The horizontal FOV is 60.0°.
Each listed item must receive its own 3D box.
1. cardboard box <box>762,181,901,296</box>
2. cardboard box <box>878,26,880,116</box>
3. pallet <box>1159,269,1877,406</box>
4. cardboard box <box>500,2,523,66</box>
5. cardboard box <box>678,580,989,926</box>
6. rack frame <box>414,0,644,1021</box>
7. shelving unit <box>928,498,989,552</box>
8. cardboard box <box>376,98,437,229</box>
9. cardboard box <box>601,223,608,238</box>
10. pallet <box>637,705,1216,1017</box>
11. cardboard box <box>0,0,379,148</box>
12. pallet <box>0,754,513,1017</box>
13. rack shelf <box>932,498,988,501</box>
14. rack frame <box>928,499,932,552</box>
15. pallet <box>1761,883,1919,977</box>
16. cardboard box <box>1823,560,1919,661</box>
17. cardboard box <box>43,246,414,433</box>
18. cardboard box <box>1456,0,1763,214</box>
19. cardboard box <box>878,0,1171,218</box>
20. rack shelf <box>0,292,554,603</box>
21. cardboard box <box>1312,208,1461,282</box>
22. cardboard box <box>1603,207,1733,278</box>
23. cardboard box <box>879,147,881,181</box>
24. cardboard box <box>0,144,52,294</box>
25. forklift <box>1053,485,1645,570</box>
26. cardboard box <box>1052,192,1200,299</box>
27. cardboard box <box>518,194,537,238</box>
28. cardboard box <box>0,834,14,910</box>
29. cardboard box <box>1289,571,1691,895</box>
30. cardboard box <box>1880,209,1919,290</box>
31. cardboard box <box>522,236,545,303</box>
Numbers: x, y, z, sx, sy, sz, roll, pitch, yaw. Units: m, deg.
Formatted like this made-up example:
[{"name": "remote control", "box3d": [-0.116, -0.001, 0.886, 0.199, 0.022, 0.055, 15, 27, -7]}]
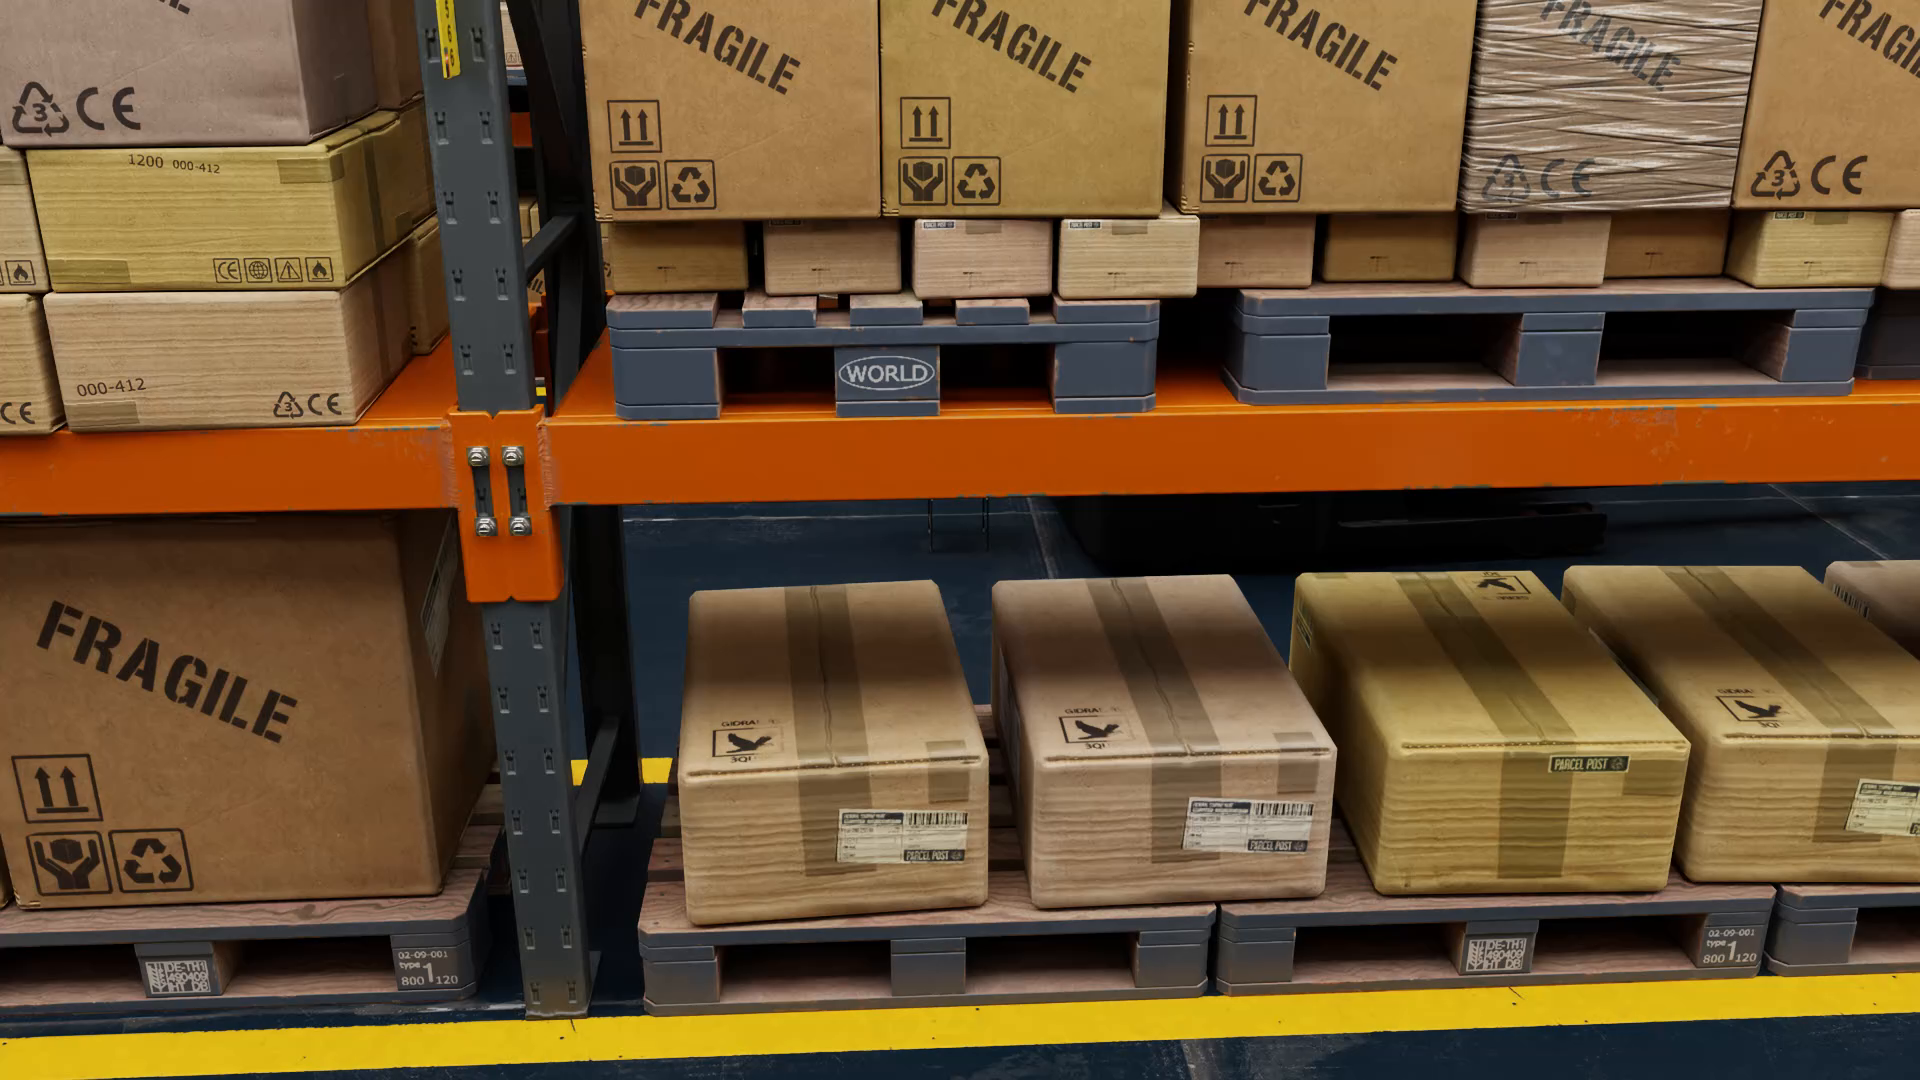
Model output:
[{"name": "cardboard box", "box3d": [-0.254, -0.588, 3.212, 0.250, 0.149, 0.380, -2, 21, -6]}, {"name": "cardboard box", "box3d": [0.080, -1.079, 3.590, 0.500, 0.500, 0.500, -1, 21, -4]}, {"name": "pallet", "box3d": [1.100, -0.540, 3.592, 1.213, 0.211, 1.003, -1, 21, -3]}, {"name": "cardboard box", "box3d": [-2.195, -2.327, 7.639, 0.500, 0.250, 0.500, -2, 21, -6]}, {"name": "cardboard box", "box3d": [-0.309, 0.449, 3.828, 0.625, 0.372, 0.950, -3, 21, -7]}, {"name": "rack frame", "box3d": [-0.874, -0.574, 3.414, 0.127, 3.000, 1.000, -1, 21, -3]}, {"name": "shelving unit", "box3d": [-0.008, -0.420, 5.960, 0.210, 0.900, 0.258, -1, 21, -3]}, {"name": "cardboard box", "box3d": [-1.394, -0.815, 3.555, 0.500, 0.250, 0.500, -1, 21, -3]}, {"name": "cardboard box", "box3d": [-1.639, -1.569, 8.037, 0.250, 0.149, 0.380, -2, 21, -6]}, {"name": "pallet", "box3d": [-0.093, 0.713, 3.950, 1.213, 0.211, 1.003, -1, 21, -3]}, {"name": "cardboard box", "box3d": [-1.375, -0.985, 2.947, 0.500, 0.500, 0.500, -2, 21, -5]}, {"name": "pallet", "box3d": [-1.665, 0.718, 3.938, 1.213, 0.211, 1.003, -1, 21, -3]}, {"name": "rack shelf", "box3d": [-0.008, -0.221, 6.036, 0.200, 0.077, 0.258, -1, 21, -3]}, {"name": "rack frame", "box3d": [-0.110, -0.418, 5.955, 0.006, 0.900, 0.240, -1, 21, -3]}, {"name": "pallet", "box3d": [2.343, 0.664, 4.081, 1.213, 0.211, 1.003, -1, 21, -3]}, {"name": "cardboard box", "box3d": [2.596, 0.388, 3.990, 0.625, 0.372, 0.950, -1, 21, -2]}, {"name": "cardboard box", "box3d": [-1.364, -0.402, 3.171, 0.500, 0.250, 0.500, -2, 21, -5]}, {"name": "cardboard box", "box3d": [1.138, -0.917, 3.165, 0.500, 0.500, 0.500, -2, 21, -5]}, {"name": "cardboard box", "box3d": [0.109, -0.896, 3.111, 0.500, 0.500, 0.500, 0, 21, 0]}, {"name": "rack shelf", "box3d": [-2.870, -0.198, 3.435, 4.000, 0.370, 1.077, -1, 21, -3]}, {"name": "cardboard box", "box3d": [0.813, -0.627, 3.316, 0.250, 0.149, 0.380, 0, 21, -1]}, {"name": "cardboard box", "box3d": [1.334, -0.642, 3.353, 0.250, 0.149, 0.380, -2, 21, -5]}, {"name": "cardboard box", "box3d": [-0.296, -0.775, 3.703, 0.250, 0.149, 0.380, -1, 21, -2]}, {"name": "cardboard box", "box3d": [-1.854, -0.626, 3.058, 0.500, 0.250, 0.500, -2, 21, -4]}, {"name": "forklift", "box3d": [1.874, -1.493, 5.924, 3.031, 2.935, 1.130, -3, 21, -8]}, {"name": "cardboard box", "box3d": [0.297, -0.575, 3.178, 0.250, 0.149, 0.380, -1, 21, -3]}, {"name": "cardboard box", "box3d": [-2.175, -1.563, 8.021, 0.250, 0.149, 0.380, -2, 21, -5]}, {"name": "cardboard box", "box3d": [-2.459, 0.223, 3.714, 0.875, 0.875, 0.875, -1, 21, -2]}, {"name": "cardboard box", "box3d": [1.185, 0.418, 3.910, 0.625, 0.372, 0.950, 0, 21, -1]}, {"name": "cardboard box", "box3d": [1.848, -0.602, 3.251, 0.250, 0.149, 0.380, -1, 21, -3]}, {"name": "cardboard box", "box3d": [-2.071, -1.274, 8.175, 0.500, 0.500, 0.500, -1, 21, -4]}]
